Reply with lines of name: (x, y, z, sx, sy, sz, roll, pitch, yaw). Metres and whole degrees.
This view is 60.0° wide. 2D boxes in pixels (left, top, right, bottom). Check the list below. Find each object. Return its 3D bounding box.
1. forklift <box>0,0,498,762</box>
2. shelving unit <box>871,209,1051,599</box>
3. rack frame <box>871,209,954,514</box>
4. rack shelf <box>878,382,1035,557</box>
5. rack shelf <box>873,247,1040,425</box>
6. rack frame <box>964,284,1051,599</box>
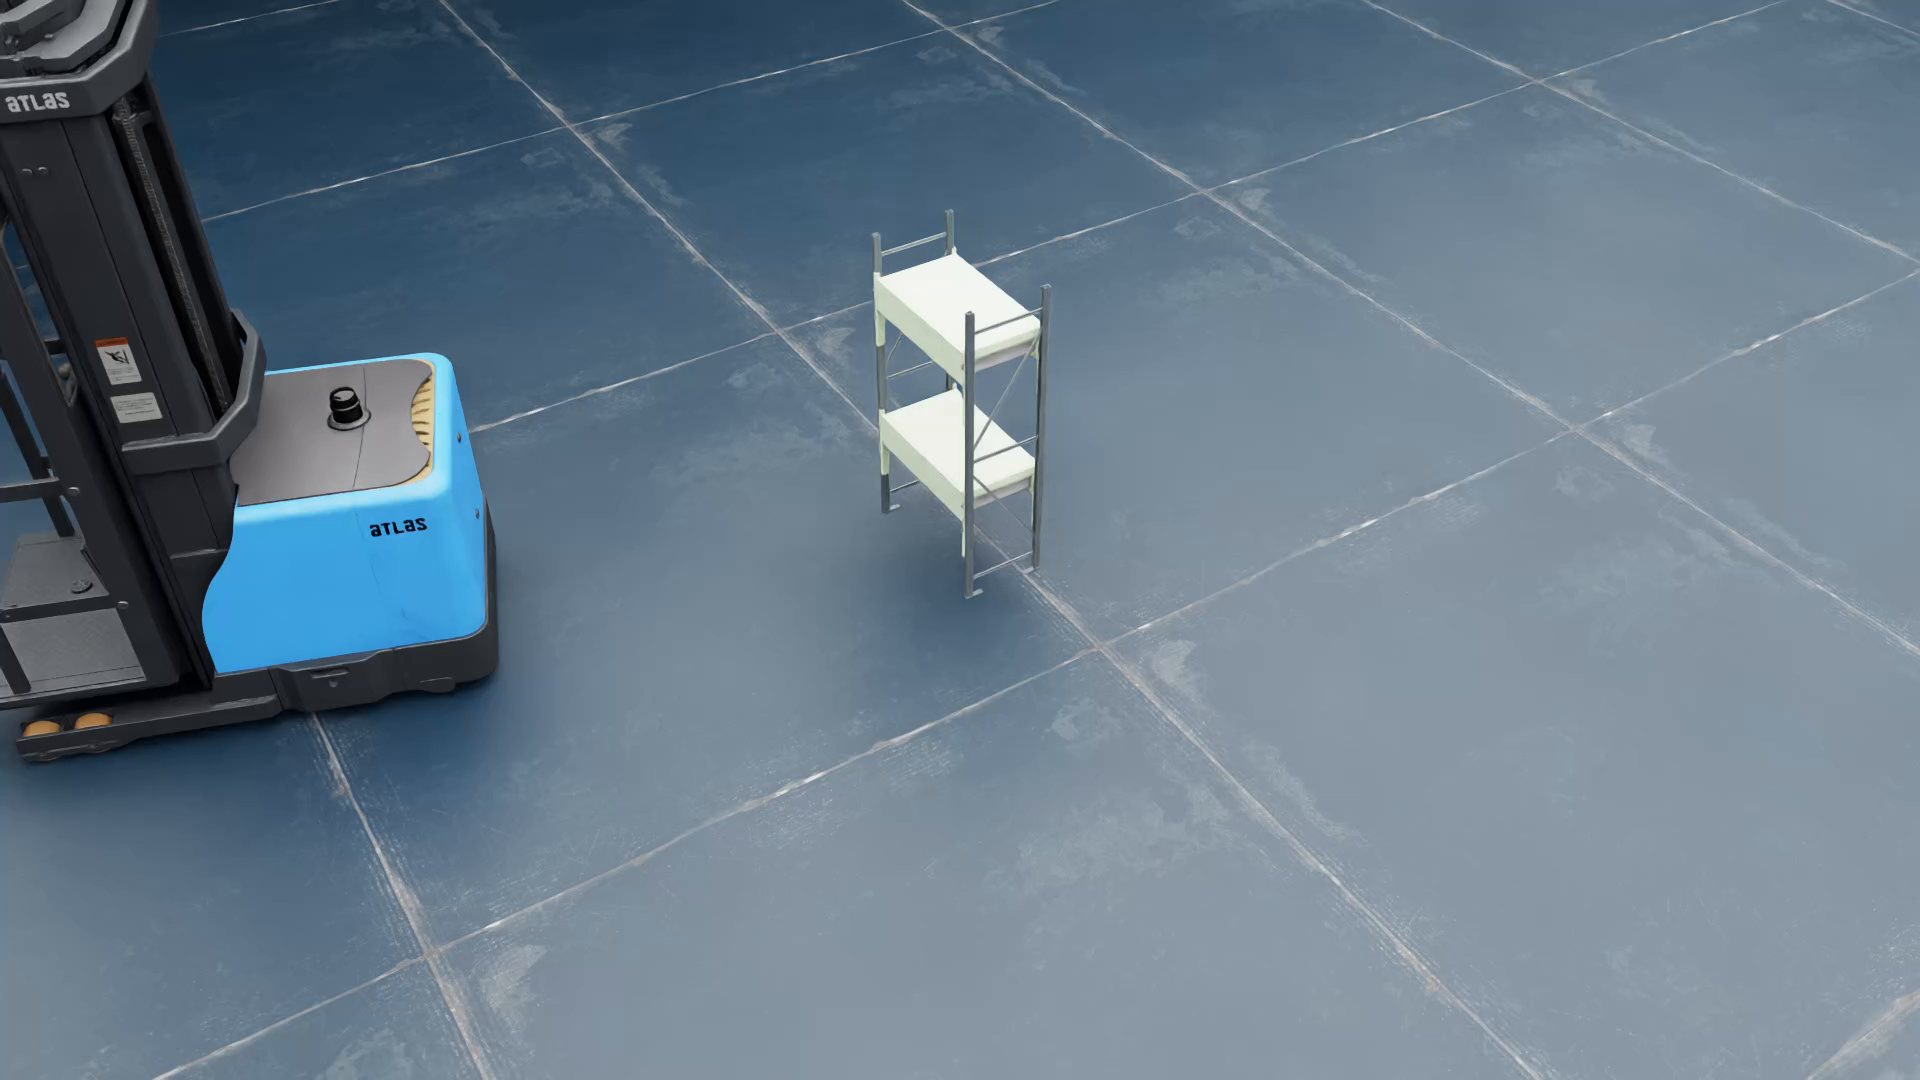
forklift: (-3.538, -0.604, 6.246, 3.031, 2.935, 1.130, -8, 41, -10)
shelving unit: (-0.004, -0.580, 7.335, 0.431, 1.500, 0.755, -22, 45, -24)
rack frame: (-0.200, -0.777, 7.572, 0.400, 1.500, 0.023, -22, 45, -24)
rack shelf: (-0.004, -0.329, 7.543, 0.431, 0.370, 0.720, -22, 45, -24)
rack shelf: (-0.004, -0.880, 7.085, 0.431, 0.370, 0.720, -22, 45, -24)
rack frame: (0.193, -0.382, 7.098, 0.400, 1.500, 0.023, -22, 45, -24)
